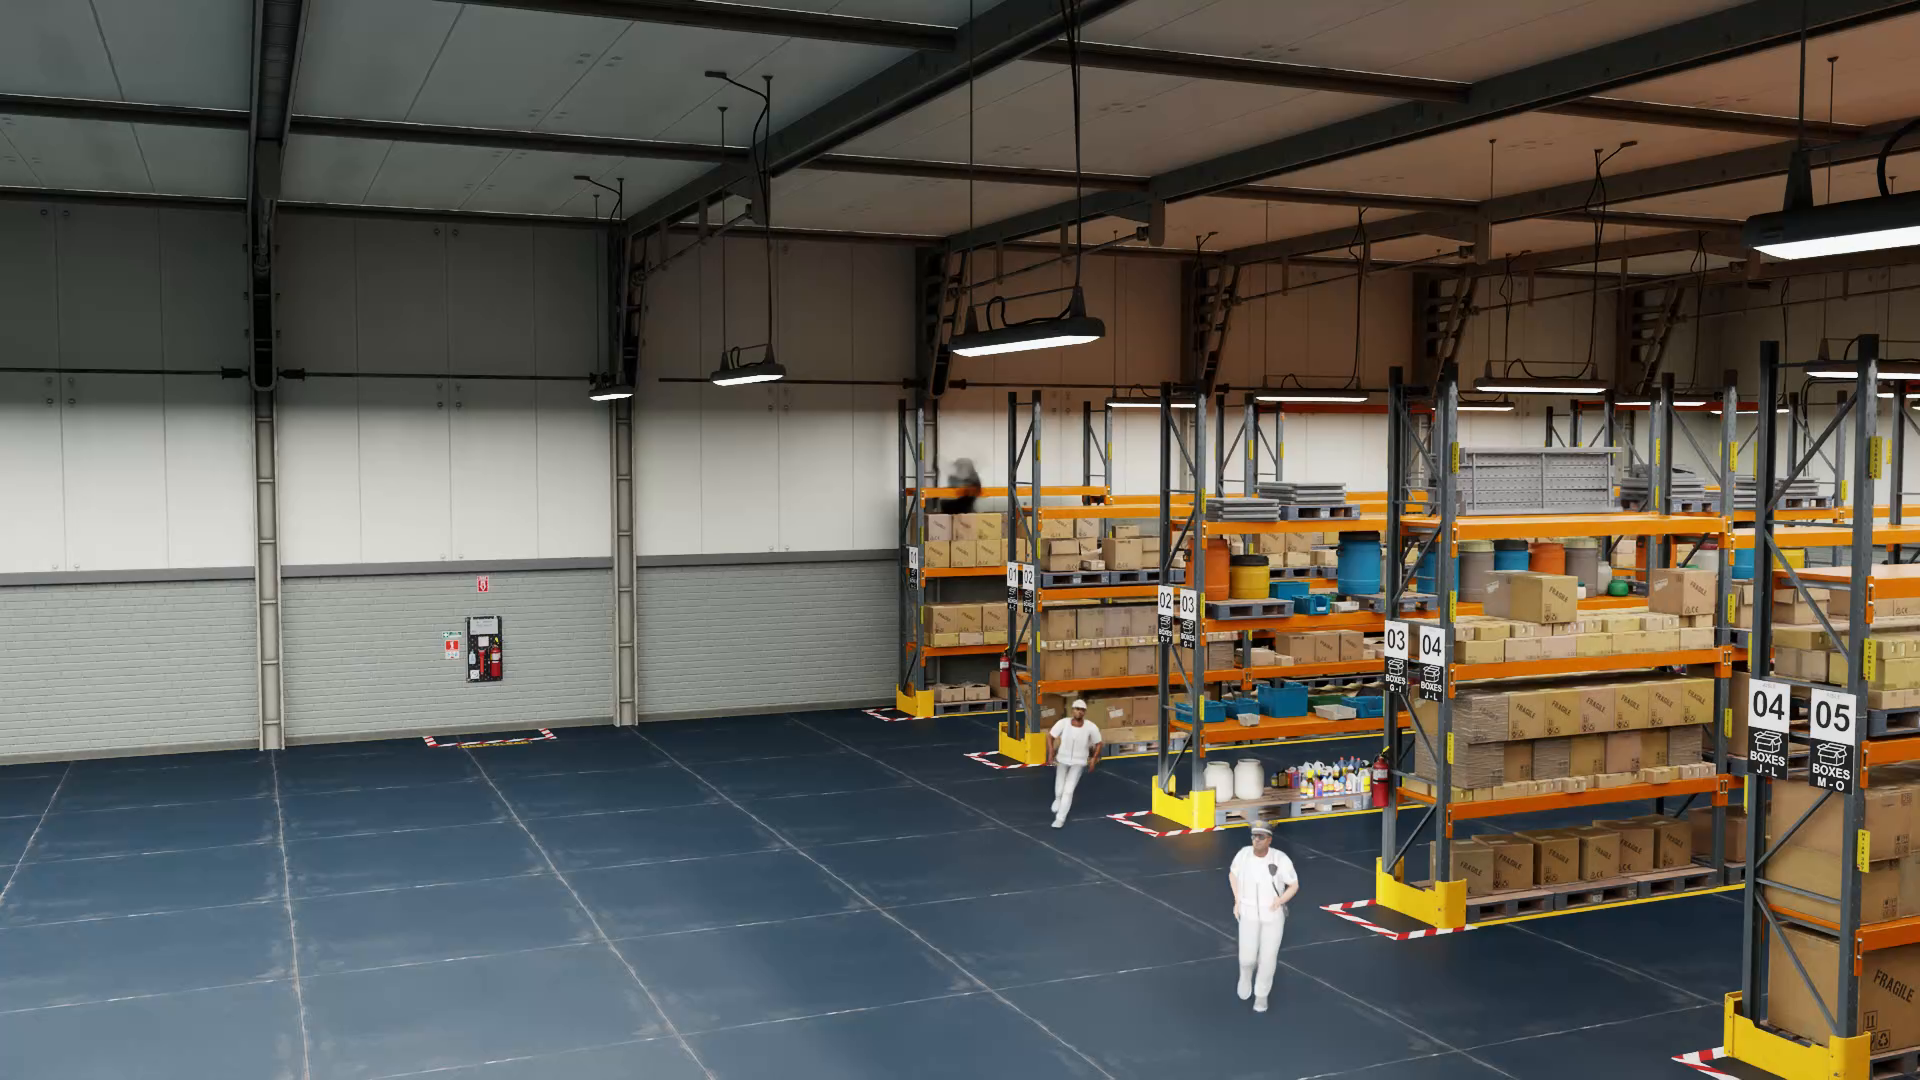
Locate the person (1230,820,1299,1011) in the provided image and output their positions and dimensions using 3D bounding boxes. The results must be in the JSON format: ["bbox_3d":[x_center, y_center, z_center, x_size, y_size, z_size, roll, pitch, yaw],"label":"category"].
[{"bbox_3d":[2.736,3.405,15.094,0.645,1.752,0.614,1,4,18],"label":"person"}]

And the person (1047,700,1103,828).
[{"bbox_3d":[1.542,2.999,22.448,0.749,1.699,0.696,1,3,9],"label":"person"}]
